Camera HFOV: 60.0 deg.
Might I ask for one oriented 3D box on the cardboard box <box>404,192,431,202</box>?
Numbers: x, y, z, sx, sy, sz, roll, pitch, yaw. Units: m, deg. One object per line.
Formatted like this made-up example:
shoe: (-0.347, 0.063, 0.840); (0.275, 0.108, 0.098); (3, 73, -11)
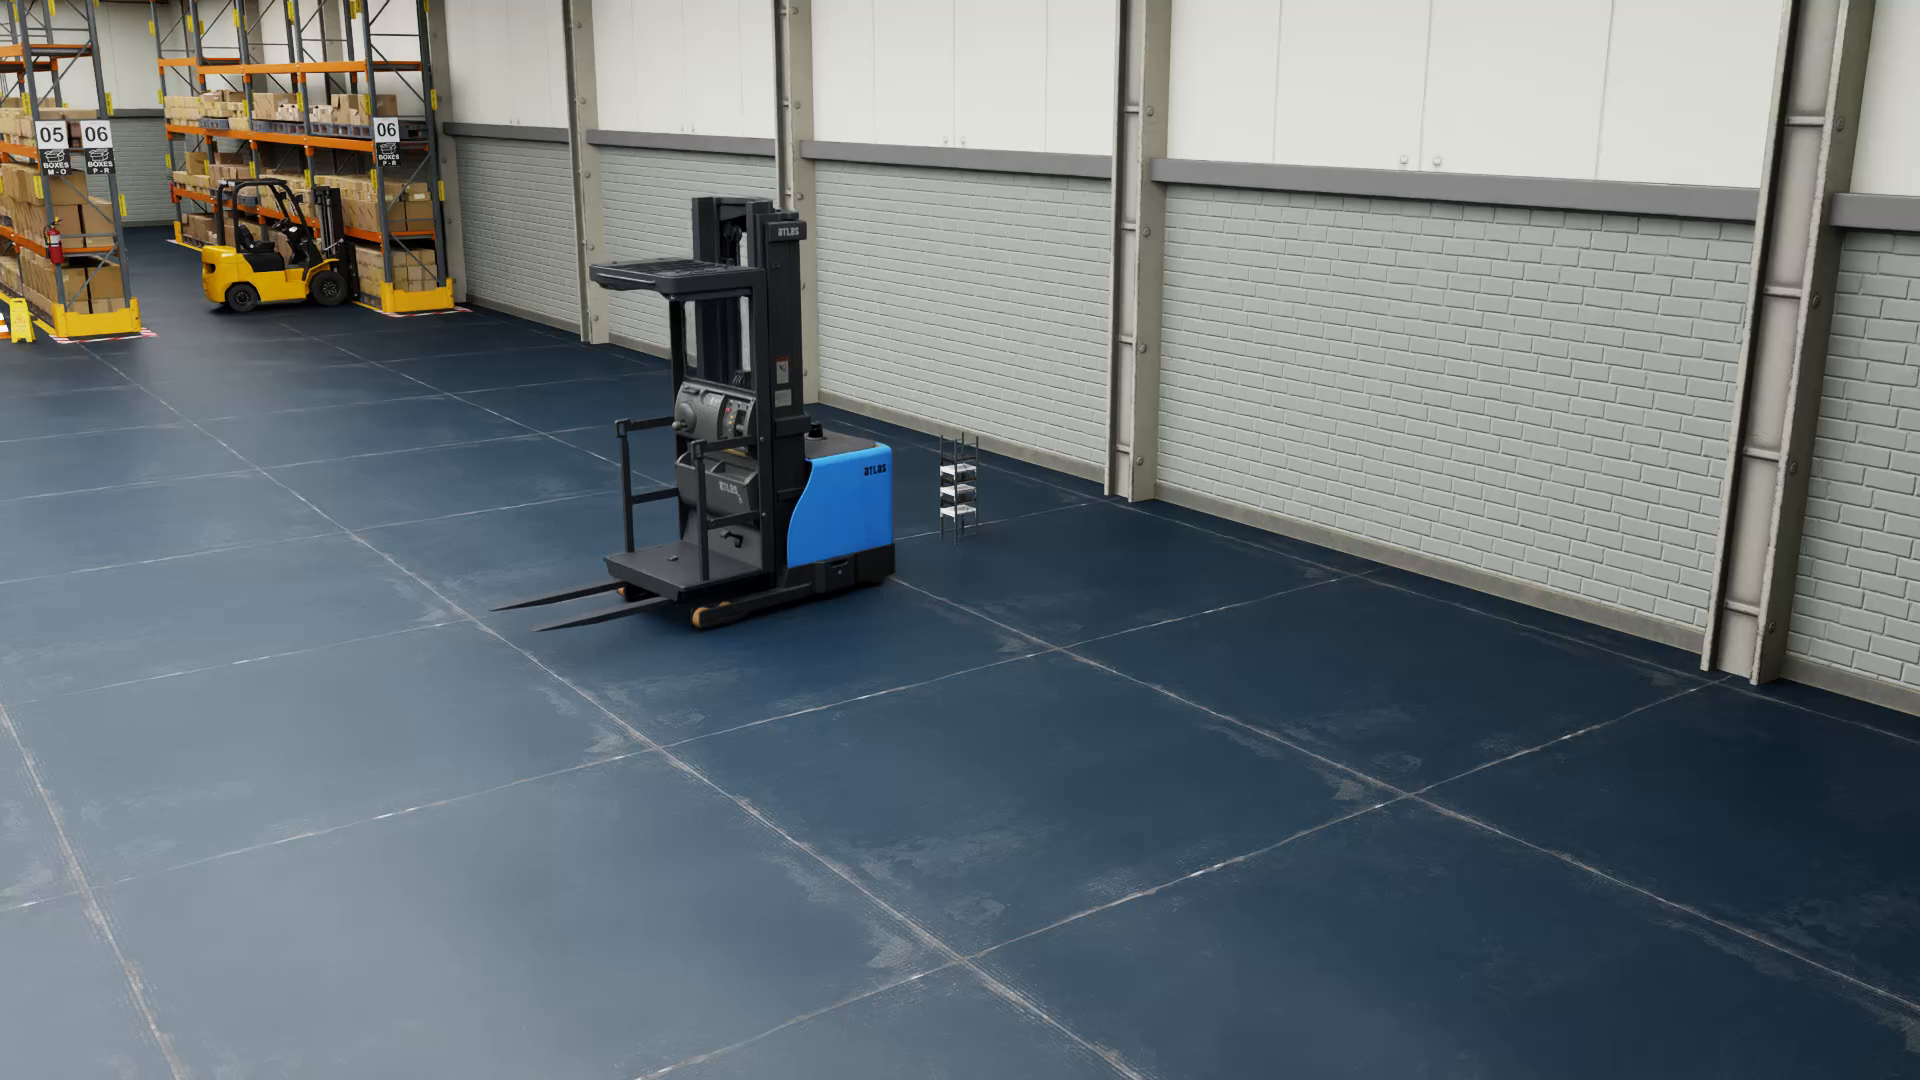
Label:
cardboard box: (-9.298, -5.889, 28.493); (0.380, 0.149, 0.250); (-11, 19, -36)

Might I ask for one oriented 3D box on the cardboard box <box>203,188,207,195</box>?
cardboard box: (-17.099, -7.990, 38.061); (0.380, 0.149, 0.250); (-10, 18, -33)

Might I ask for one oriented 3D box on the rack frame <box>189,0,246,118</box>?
rack frame: (-16.364, -10.871, 36.751); (1.000, 3.000, 0.127); (-11, 19, -35)

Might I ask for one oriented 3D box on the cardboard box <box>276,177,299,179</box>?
cardboard box: (-13.296, -7.097, 32.906); (0.380, 0.149, 0.250); (-10, 18, -33)

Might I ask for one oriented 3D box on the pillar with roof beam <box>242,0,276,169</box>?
pillar with roof beam: (-19.527, -10.492, 35.363); (9.100, 9.000, 0.400); (-11, 19, -35)

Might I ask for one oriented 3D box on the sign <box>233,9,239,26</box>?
sign: (-14.445, -10.420, 33.181); (0.100, 0.325, 0.005); (-11, 19, -35)

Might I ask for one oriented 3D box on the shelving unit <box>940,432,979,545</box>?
shelving unit: (-0.005, -0.436, 13.964); (0.258, 0.900, 0.210); (-11, 19, -35)

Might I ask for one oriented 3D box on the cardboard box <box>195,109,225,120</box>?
cardboard box: (-16.850, -9.560, 37.361); (0.500, 0.250, 0.500); (-11, 19, -34)

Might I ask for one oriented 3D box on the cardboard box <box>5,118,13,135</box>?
cardboard box: (-15.041, -6.662, 26.774); (0.500, 0.250, 0.500); (-11, 19, -34)

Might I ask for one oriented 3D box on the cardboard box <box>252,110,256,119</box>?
cardboard box: (-14.053, -8.587, 33.544); (0.380, 0.166, 0.250); (-11, 19, -35)

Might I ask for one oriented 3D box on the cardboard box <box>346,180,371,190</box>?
cardboard box: (-10.521, -6.221, 29.141); (0.380, 0.149, 0.250); (-10, 18, -33)

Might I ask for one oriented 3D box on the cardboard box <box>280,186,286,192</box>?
cardboard box: (-13.041, -6.833, 32.697); (0.500, 0.250, 0.500); (-11, 19, -34)

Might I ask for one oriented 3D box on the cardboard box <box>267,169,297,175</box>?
cardboard box: (-14.188, -7.509, 34.843); (0.500, 0.500, 0.500); (-10, 18, -32)

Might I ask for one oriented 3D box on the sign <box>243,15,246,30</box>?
sign: (-15.919, -11.486, 36.926); (0.100, 0.325, 0.005); (-11, 19, -35)

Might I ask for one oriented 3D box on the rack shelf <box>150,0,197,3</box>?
rack shelf: (-17.540, -12.555, 37.967); (1.077, 0.370, 4.000); (-11, 19, -35)

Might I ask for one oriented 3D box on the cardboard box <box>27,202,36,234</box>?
cardboard box: (-14.445, -5.124, 26.363); (0.500, 0.500, 0.500); (-11, 19, -35)

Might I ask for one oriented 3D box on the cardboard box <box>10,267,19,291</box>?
cardboard box: (-16.409, -4.698, 29.741); (0.950, 0.372, 0.625); (-10, 18, -31)

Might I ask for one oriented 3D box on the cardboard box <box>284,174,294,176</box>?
cardboard box: (-13.657, -7.447, 34.184); (0.380, 0.149, 0.250); (-10, 18, -33)

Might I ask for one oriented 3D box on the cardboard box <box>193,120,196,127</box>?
cardboard box: (-17.247, -9.499, 37.894); (0.380, 0.149, 0.250); (-11, 19, -35)

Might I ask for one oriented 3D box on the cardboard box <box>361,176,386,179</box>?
cardboard box: (-10.750, -6.595, 30.507); (0.380, 0.149, 0.250); (-11, 19, -36)

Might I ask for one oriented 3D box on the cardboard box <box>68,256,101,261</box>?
cardboard box: (-14.507, -4.435, 27.589); (0.500, 0.500, 0.500); (-10, 18, -32)

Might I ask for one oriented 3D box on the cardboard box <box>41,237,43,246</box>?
cardboard box: (-14.086, -4.665, 25.913); (0.380, 0.149, 0.250); (-11, 19, -35)

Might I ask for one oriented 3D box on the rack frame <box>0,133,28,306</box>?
rack frame: (-15.673, -5.498, 28.483); (1.000, 3.000, 0.127); (-11, 19, -35)

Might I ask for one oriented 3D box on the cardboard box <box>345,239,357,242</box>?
cardboard box: (-11.337, -5.365, 30.517); (0.500, 0.250, 0.500); (-11, 19, -34)

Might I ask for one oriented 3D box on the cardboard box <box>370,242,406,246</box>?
cardboard box: (-10.316, -5.231, 30.026); (0.500, 0.250, 0.500); (-11, 19, -36)

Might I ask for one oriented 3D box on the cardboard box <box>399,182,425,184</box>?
cardboard box: (-9.439, -6.091, 28.668); (0.380, 0.149, 0.250); (-10, 18, -33)

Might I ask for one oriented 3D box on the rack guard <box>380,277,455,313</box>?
rack guard: (-9.294, -4.205, 28.492); (1.175, 0.500, 0.348); (-11, 19, -35)

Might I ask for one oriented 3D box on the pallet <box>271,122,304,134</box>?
pallet: (-12.881, -8.110, 32.701); (1.003, 0.211, 1.213); (-10, 18, -32)

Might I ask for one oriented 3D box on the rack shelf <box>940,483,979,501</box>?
rack shelf: (-0.005, -0.404, 13.972); (0.258, 0.077, 0.200); (-11, 19, -35)

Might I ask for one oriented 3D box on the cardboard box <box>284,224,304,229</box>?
cardboard box: (-14.067, -6.593, 35.194); (0.380, 0.149, 0.250); (-10, 18, -32)

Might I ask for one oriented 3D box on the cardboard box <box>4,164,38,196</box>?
cardboard box: (-15.307, -5.932, 27.422); (0.700, 0.500, 0.500); (-11, 19, -34)

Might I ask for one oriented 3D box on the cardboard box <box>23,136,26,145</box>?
cardboard box: (-14.488, -6.280, 26.134); (0.380, 0.149, 0.250); (-11, 19, -36)

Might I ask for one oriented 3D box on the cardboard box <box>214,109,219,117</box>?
cardboard box: (-15.766, -9.155, 35.654); (0.380, 0.149, 0.250); (-10, 18, -33)

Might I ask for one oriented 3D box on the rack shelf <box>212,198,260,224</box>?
rack shelf: (-15.188, -7.204, 36.077); (1.077, 0.370, 4.000); (-11, 19, -35)

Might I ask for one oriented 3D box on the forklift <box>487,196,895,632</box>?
forklift: (-1.932, -0.929, 11.920); (3.031, 2.935, 1.130); (-14, 20, -41)

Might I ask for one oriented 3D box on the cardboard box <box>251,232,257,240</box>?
cardboard box: (-14.720, -6.286, 35.301); (0.500, 0.500, 0.500); (-11, 19, -35)

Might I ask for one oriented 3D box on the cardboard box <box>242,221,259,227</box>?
cardboard box: (-15.264, -6.787, 35.903); (0.380, 0.149, 0.250); (-12, 19, -37)

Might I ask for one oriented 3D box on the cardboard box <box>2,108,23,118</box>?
cardboard box: (-15.295, -6.922, 26.967); (0.380, 0.149, 0.250); (-11, 19, -35)

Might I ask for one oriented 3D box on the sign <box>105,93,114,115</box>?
sign: (-12.882, -6.597, 25.159); (0.100, 0.325, 0.005); (-11, 19, -35)

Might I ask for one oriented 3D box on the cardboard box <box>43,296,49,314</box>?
cardboard box: (-14.312, -3.763, 26.557); (0.500, 0.250, 0.500); (-11, 19, -34)

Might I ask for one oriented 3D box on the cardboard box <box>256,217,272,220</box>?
cardboard box: (-15.434, -7.097, 37.036); (0.380, 0.149, 0.250); (-12, 19, -37)

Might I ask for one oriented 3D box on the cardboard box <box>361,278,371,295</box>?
cardboard box: (-10.125, -4.451, 29.069); (0.500, 0.250, 0.500); (-11, 19, -35)

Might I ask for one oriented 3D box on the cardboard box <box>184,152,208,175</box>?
cardboard box: (-17.785, -8.806, 38.868); (0.500, 0.500, 0.500); (-10, 18, -33)

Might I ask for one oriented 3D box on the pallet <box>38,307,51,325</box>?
pallet: (-14.528, -3.755, 27.395); (1.003, 0.211, 1.213); (-11, 19, -35)

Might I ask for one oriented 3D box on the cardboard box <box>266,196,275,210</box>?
cardboard box: (-13.657, -6.811, 33.562); (0.500, 0.250, 0.500); (-11, 19, -36)

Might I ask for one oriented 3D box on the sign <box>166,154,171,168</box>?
sign: (-19.155, -9.165, 40.241); (0.100, 0.325, 0.005); (-11, 19, -35)

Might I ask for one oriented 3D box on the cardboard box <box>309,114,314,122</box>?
cardboard box: (-11.642, -7.703, 30.347); (0.380, 0.149, 0.250); (-10, 18, -33)

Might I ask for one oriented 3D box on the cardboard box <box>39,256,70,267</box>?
cardboard box: (-14.273, -4.394, 26.211); (0.380, 0.149, 0.250); (-10, 18, -33)

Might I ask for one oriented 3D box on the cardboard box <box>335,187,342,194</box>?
cardboard box: (-10.956, -6.244, 29.789); (0.380, 0.149, 0.250); (-12, 19, -36)

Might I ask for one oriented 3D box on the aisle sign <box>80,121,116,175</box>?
aisle sign: (-13.034, -5.933, 25.147); (0.394, 0.787, 0.004); (-11, 19, -35)

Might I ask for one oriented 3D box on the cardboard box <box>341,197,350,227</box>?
cardboard box: (-10.714, -5.855, 29.598); (0.500, 0.500, 0.500); (-11, 19, -34)
